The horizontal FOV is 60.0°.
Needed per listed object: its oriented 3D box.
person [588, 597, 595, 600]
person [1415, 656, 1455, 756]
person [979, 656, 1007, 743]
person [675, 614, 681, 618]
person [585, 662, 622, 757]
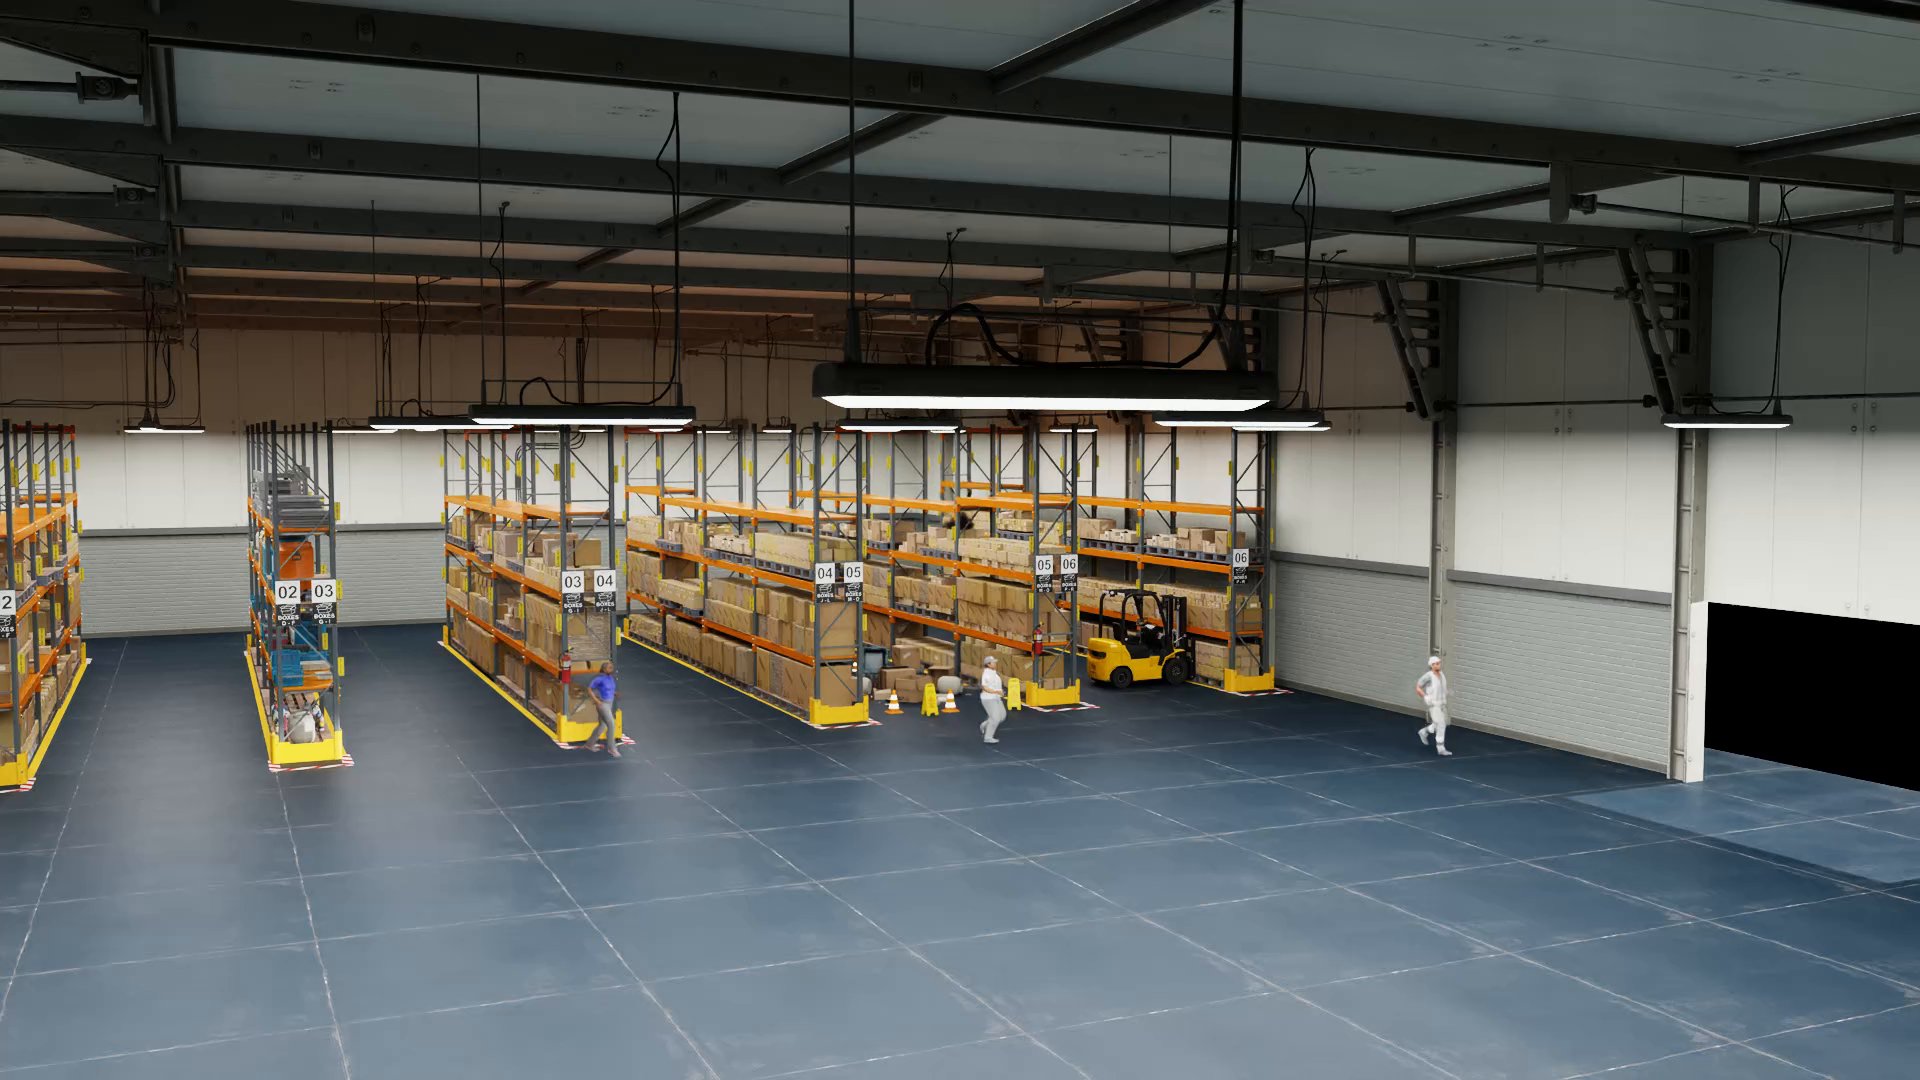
[{"bbox_3d":[-10.591,2.022,46.972,0.601,1.547,0.499,1,4,15],"label":"person"},{"bbox_3d":[8.547,2.973,29.948,0.668,1.758,0.849,-2,4,-33],"label":"person"},{"bbox_3d":[0.616,2.971,31.024,0.544,1.619,0.601,1,4,16],"label":"person"},{"bbox_3d":[-8.244,1.831,48.924,0.618,1.768,0.724,3,4,35],"label":"person"},{"bbox_3d":[-6.387,3.040,29.809,0.737,1.717,0.567,1,4,10],"label":"person"}]
